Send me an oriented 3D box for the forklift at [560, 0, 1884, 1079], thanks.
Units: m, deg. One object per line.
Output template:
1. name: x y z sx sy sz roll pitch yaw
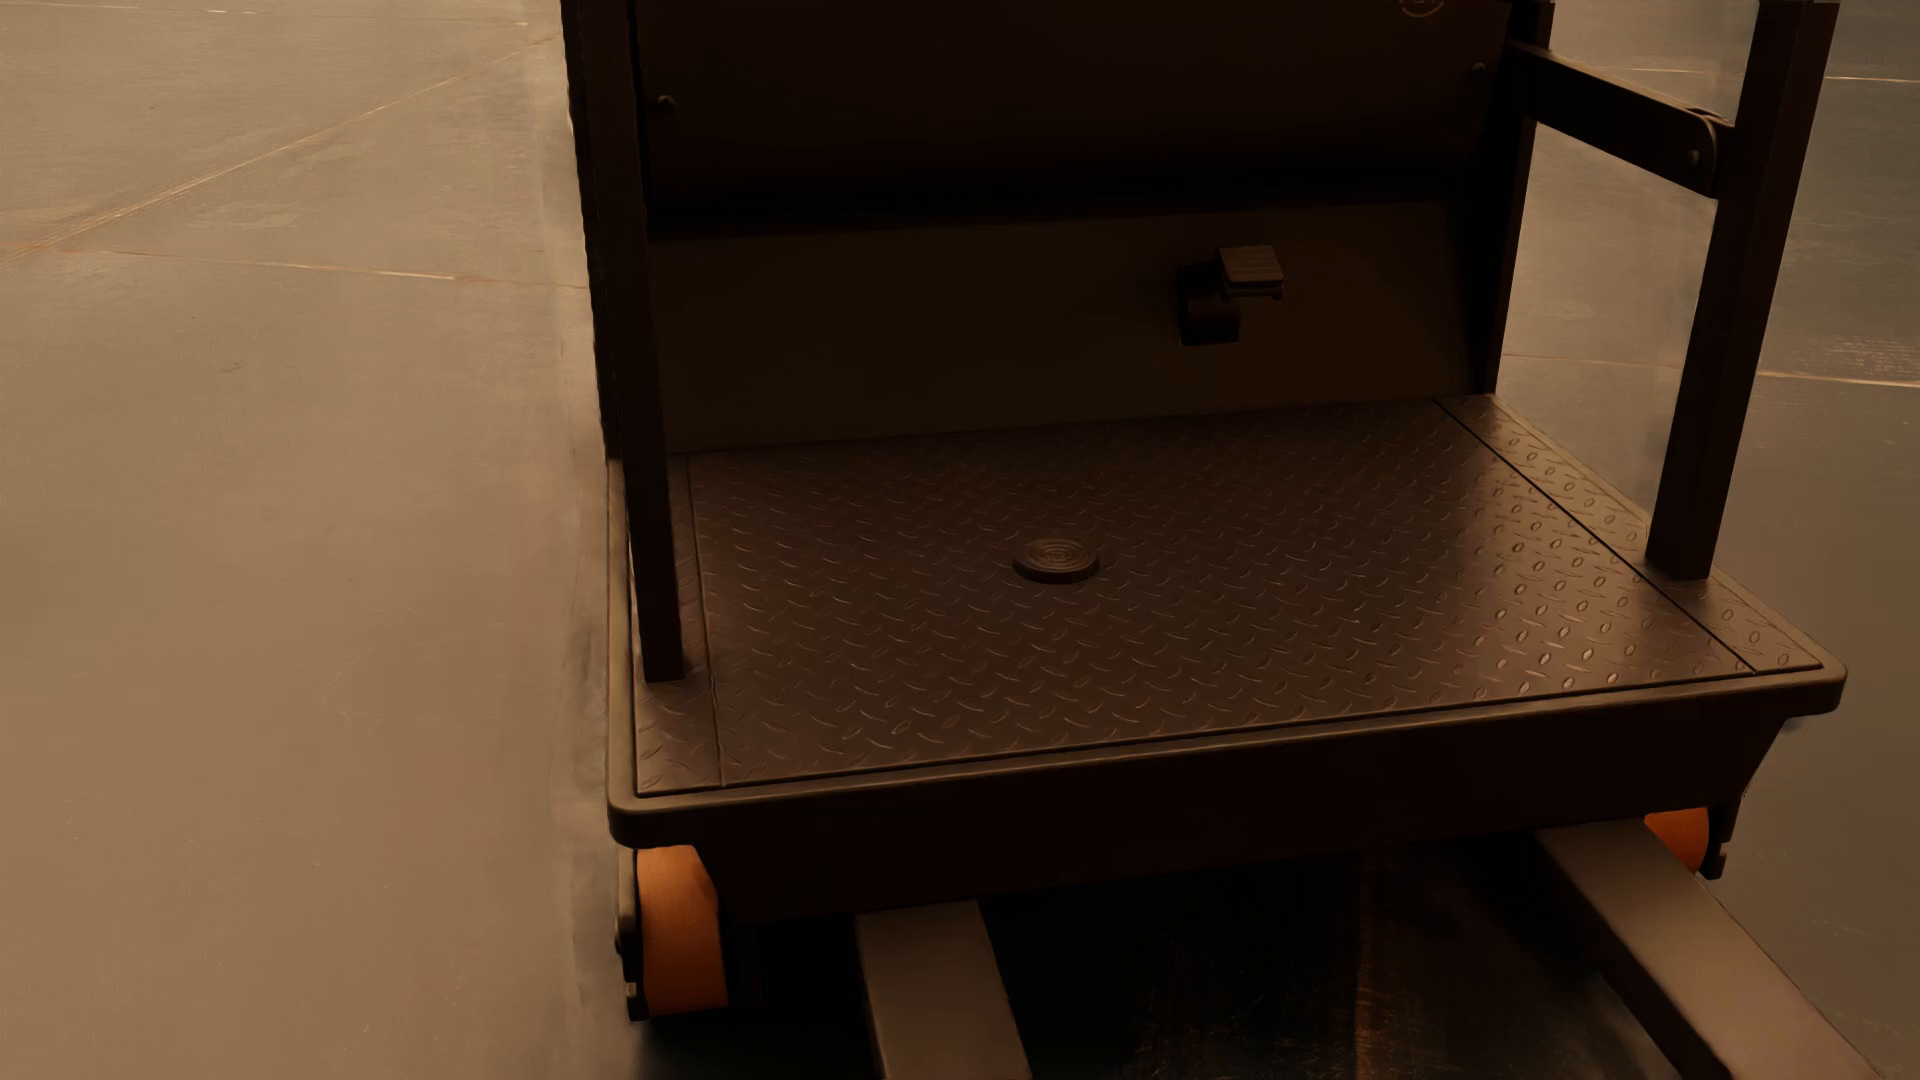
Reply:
1. forklift: 0.171 -1.034 1.295 1.130 2.935 3.031 -5 27 -10
